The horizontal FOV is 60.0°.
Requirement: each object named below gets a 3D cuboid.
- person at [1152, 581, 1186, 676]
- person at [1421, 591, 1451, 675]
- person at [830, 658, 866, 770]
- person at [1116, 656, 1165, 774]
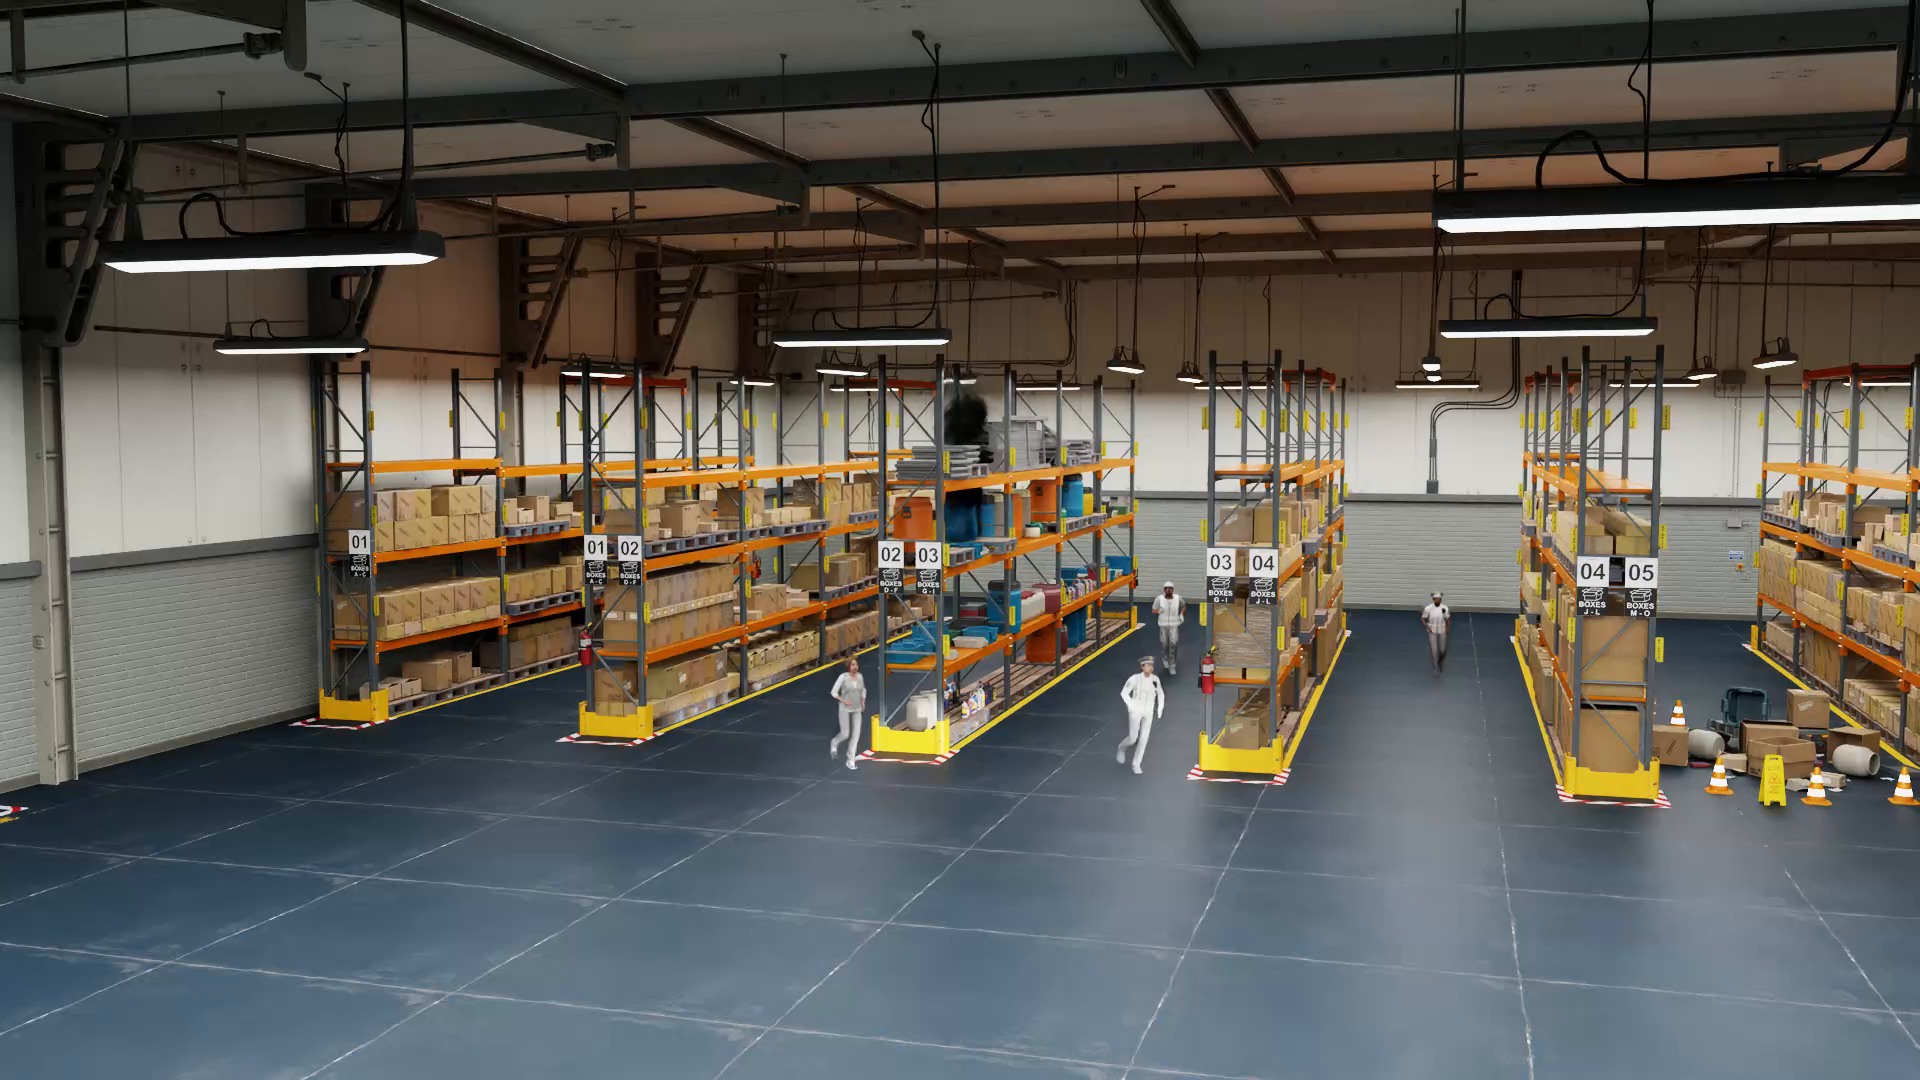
[{"bbox_3d":[4.148,1.738,33.086,0.664,1.835,0.775,1,4,9],"label":"person"},{"bbox_3d":[9.398,1.829,32.822,0.582,1.663,0.552,1,4,9],"label":"person"},{"bbox_3d":[-1.602,2.499,24.173,0.561,1.590,0.702,-2,5,-27],"label":"person"},{"bbox_3d":[2.634,2.473,23.895,0.659,1.655,0.666,-1,4,-14],"label":"person"}]
